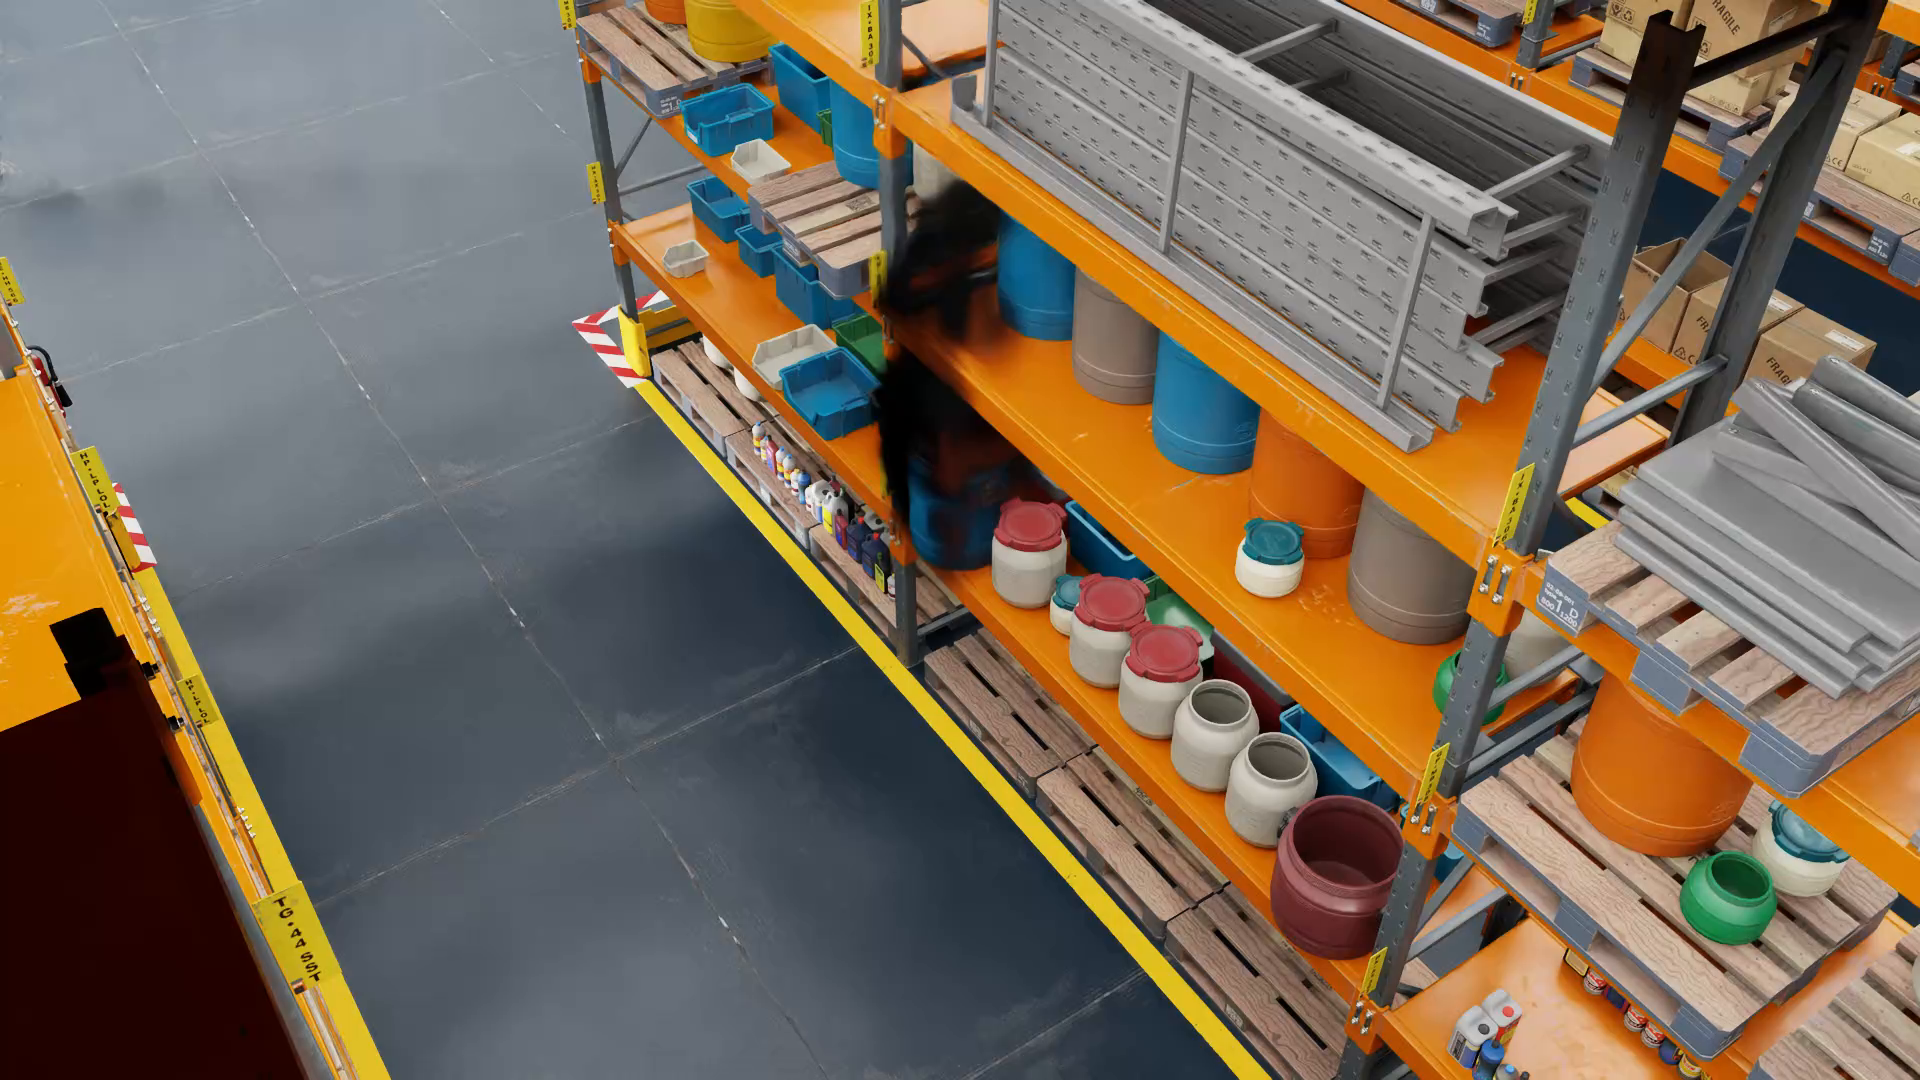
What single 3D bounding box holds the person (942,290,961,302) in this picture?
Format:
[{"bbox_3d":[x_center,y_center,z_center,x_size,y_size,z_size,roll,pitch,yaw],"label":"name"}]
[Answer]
[{"bbox_3d":[-0.304,-2.478,12.692,0.732,1.864,0.632,32,51,30],"label":"person"}]
